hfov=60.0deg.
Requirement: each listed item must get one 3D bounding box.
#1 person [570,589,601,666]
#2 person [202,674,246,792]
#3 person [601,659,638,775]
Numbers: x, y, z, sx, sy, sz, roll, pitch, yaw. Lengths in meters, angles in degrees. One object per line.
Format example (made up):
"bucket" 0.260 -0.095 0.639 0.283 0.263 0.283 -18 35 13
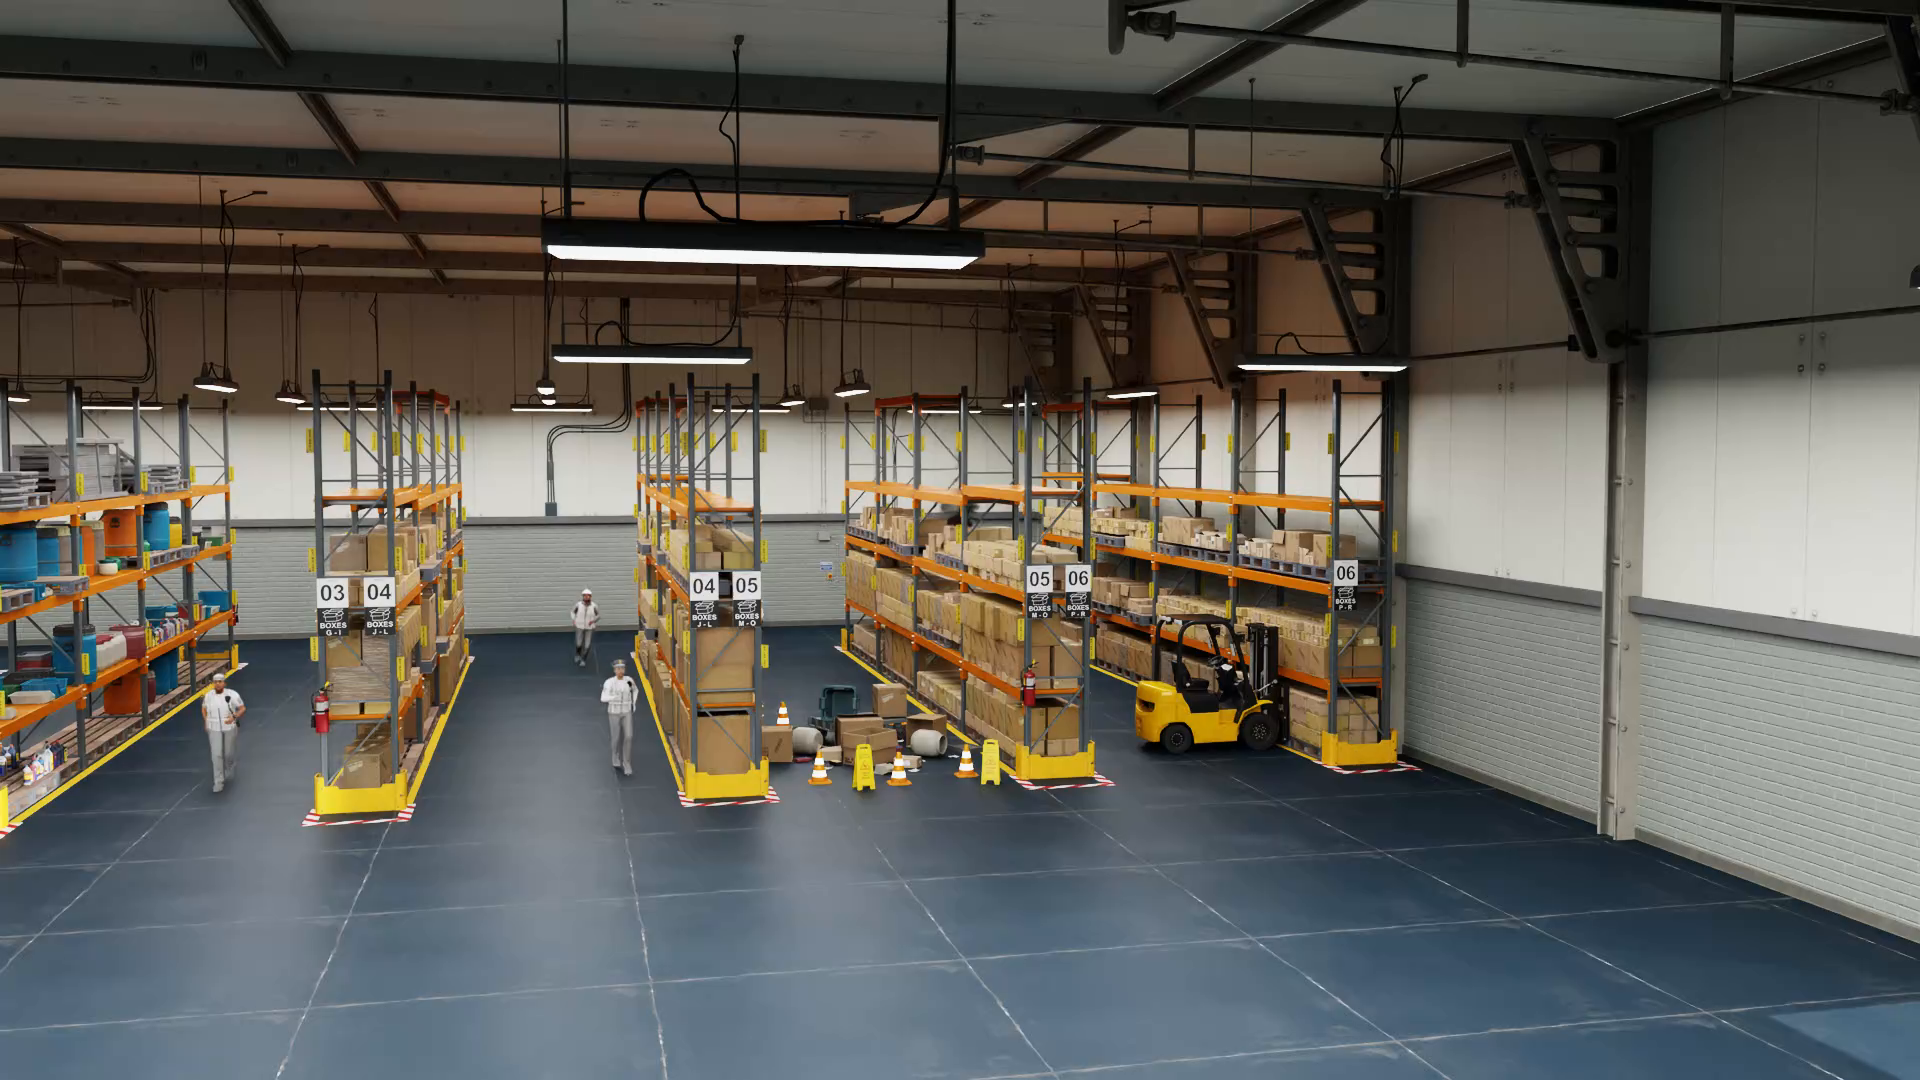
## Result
"person" -8.433 1.978 37.467 0.689 1.729 0.519 -1 3 -11
"person" -10.693 2.757 24.146 0.599 1.663 0.837 -1 3 -17
"person" -5.182 2.680 25.405 0.596 1.740 0.720 -1 3 -19
